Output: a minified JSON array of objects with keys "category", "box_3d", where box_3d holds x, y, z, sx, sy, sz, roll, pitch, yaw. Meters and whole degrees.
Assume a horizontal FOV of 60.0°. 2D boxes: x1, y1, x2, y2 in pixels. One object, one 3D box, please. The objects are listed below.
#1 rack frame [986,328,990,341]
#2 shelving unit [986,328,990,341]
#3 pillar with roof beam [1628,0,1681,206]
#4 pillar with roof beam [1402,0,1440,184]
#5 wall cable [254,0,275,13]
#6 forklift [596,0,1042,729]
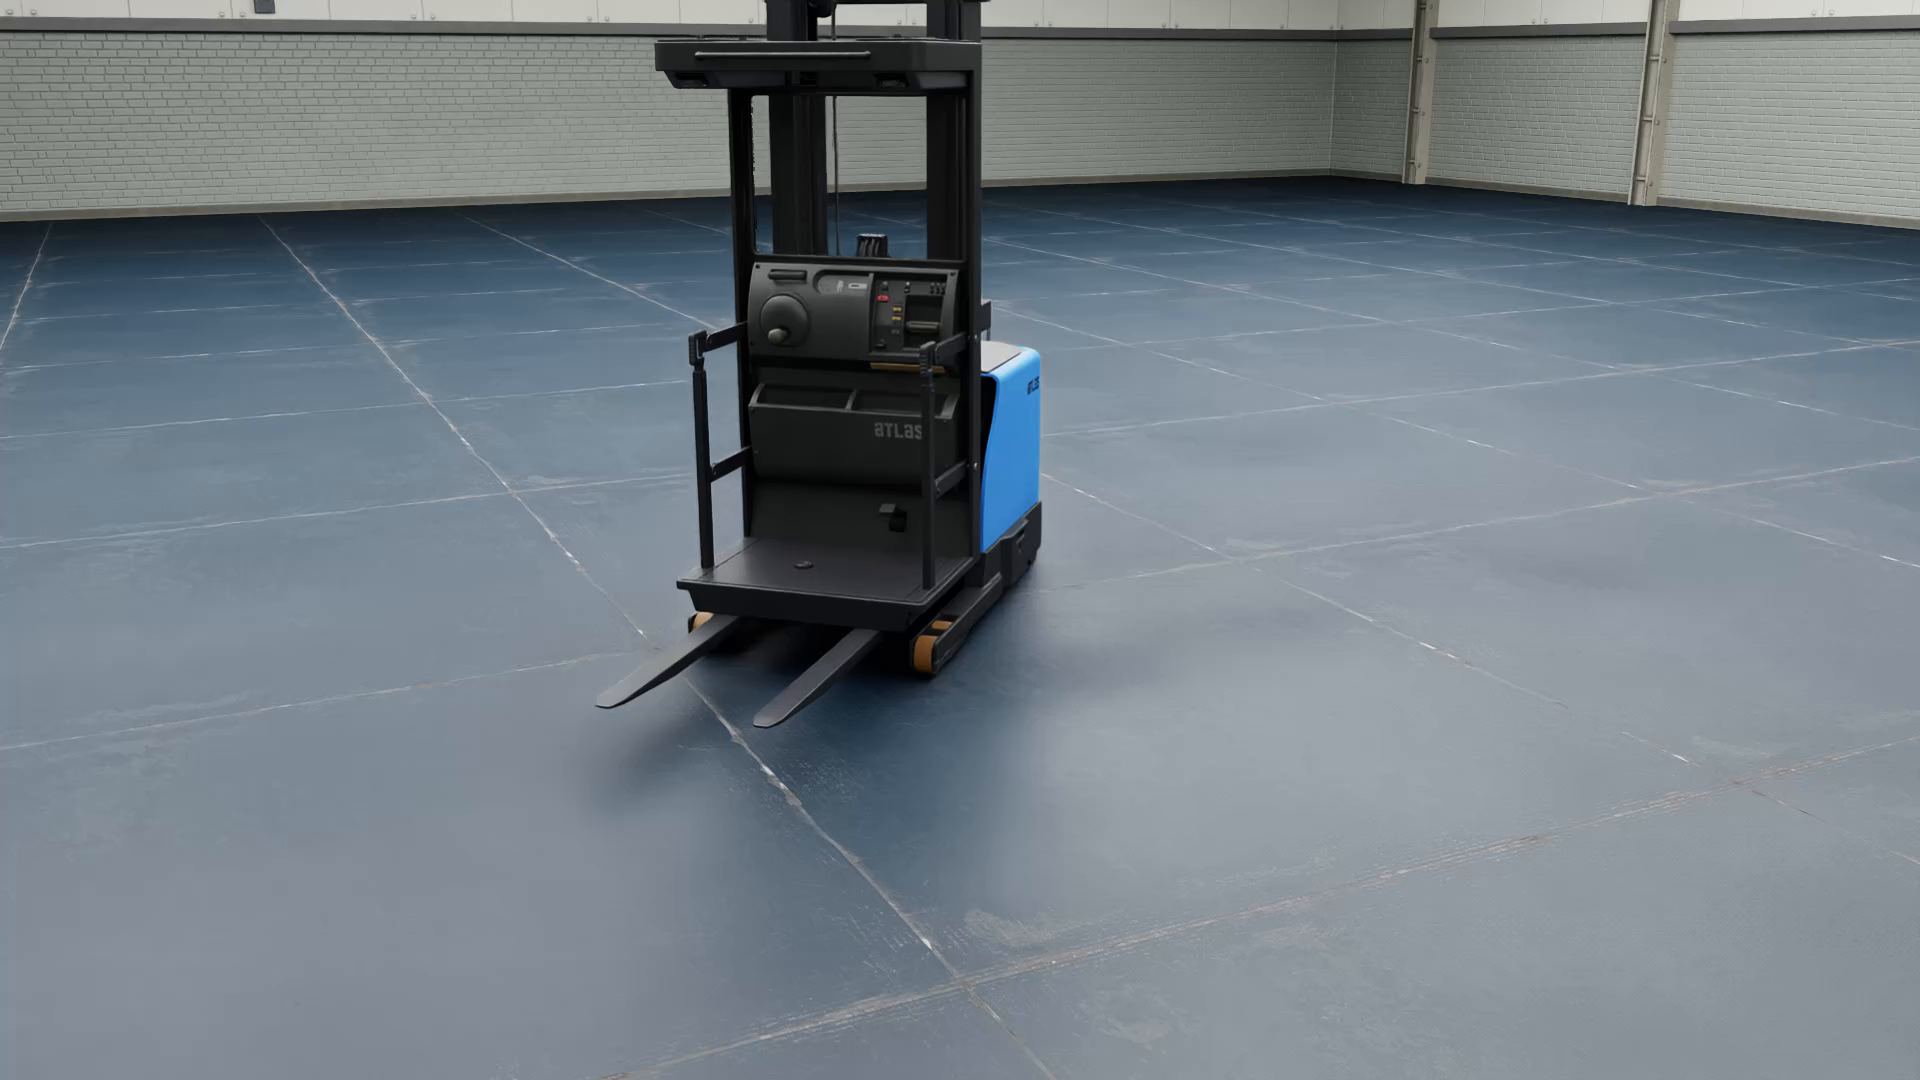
[{"category":"rack frame","box_3d":[0.044,-0.565,8.543,0.240,1.200,0.006,-7,18,-24]},{"category":"shelving unit","box_3d":[0.005,-0.588,8.623,0.258,1.200,0.189,-7,18,-24]},{"category":"pillar with roof beam","box_3d":[8.204,-9.737,26.369,9.100,9.000,0.400,-8,18,-25]},{"category":"pillar with roof beam","box_3d":[5.575,-11.225,31.553,9.100,9.000,0.400,-8,18,-25]},{"category":"wall cable","box_3d":[-10.432,-11.607,26.719,2.305,6.003,0.169,-8,18,-25]},{"category":"forklift","box_3d":[-0.520,-0.978,6.844,1.130,2.935,3.031,5,17,17]}]
